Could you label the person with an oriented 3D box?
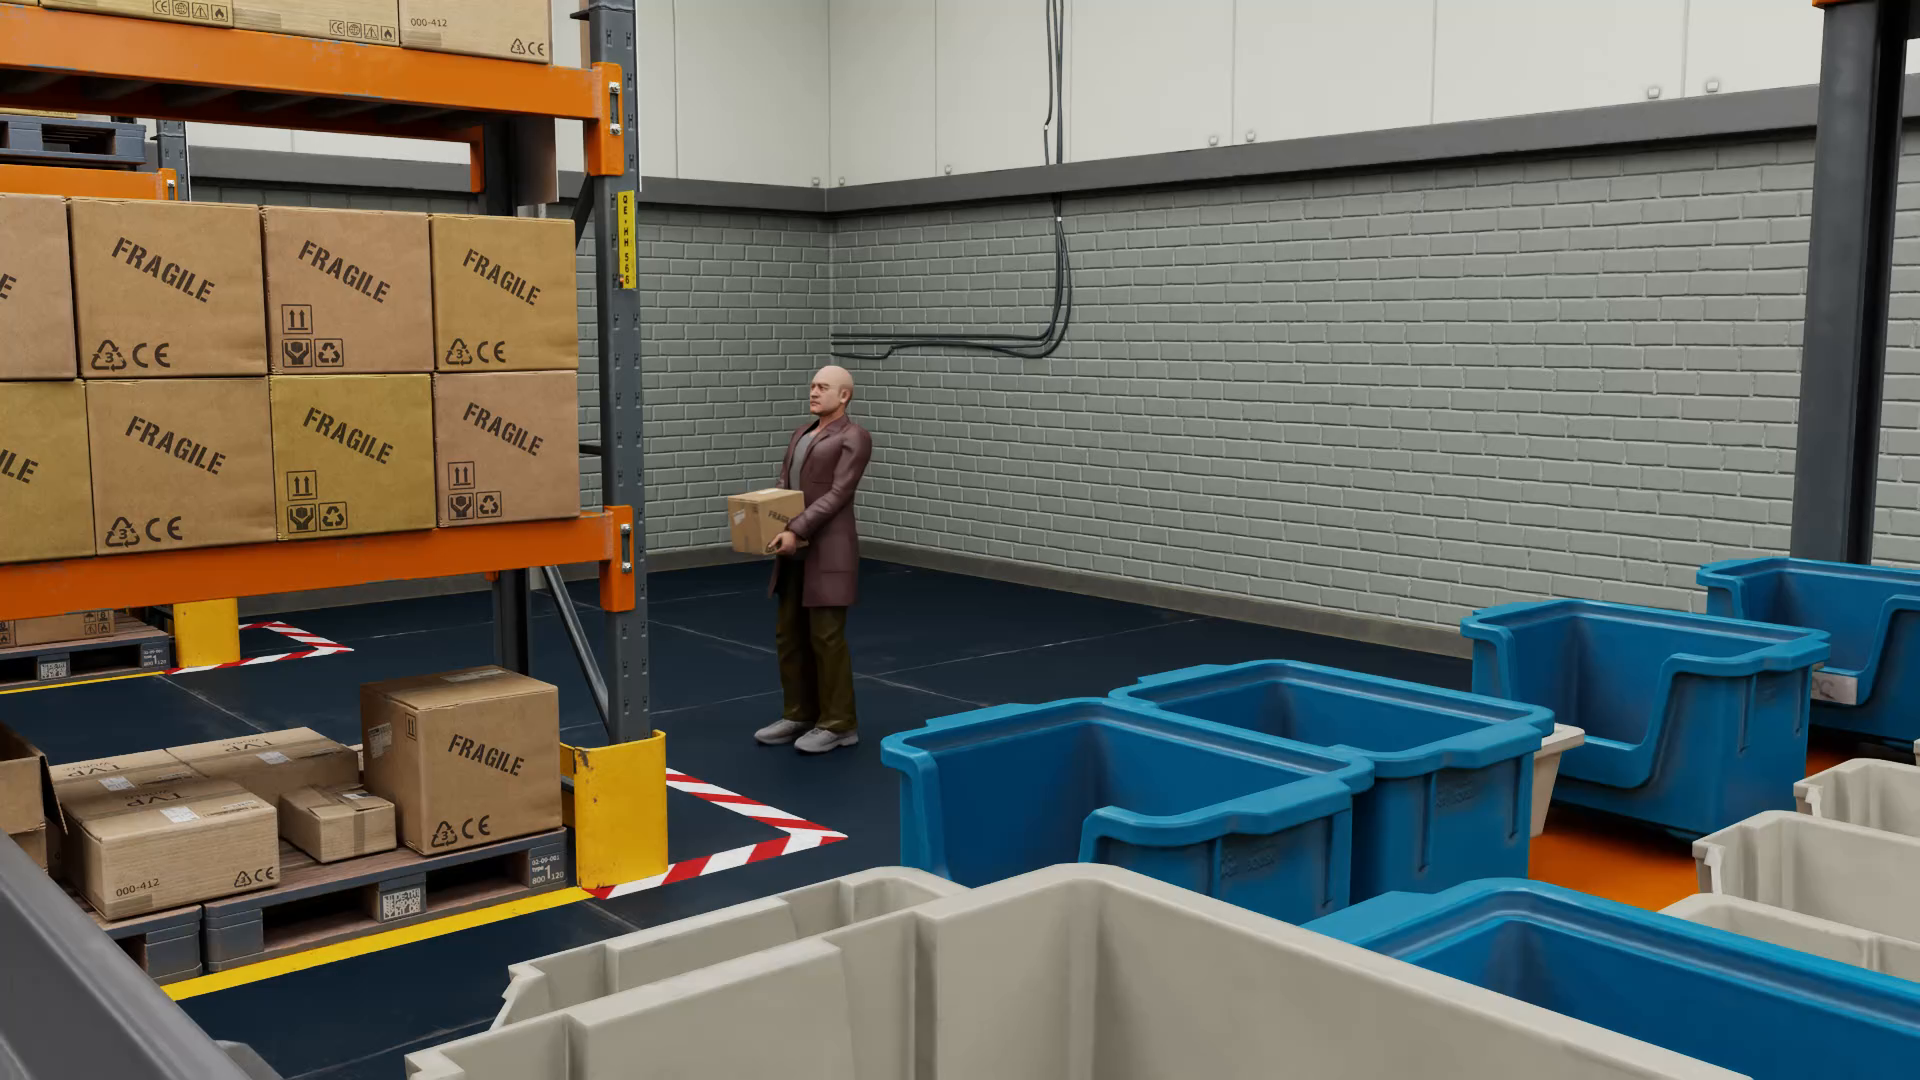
[{"bbox_3d":[-0.726,0.084,7.688,0.553,1.769,0.526,-6,10,-41],"label":"person"}]
